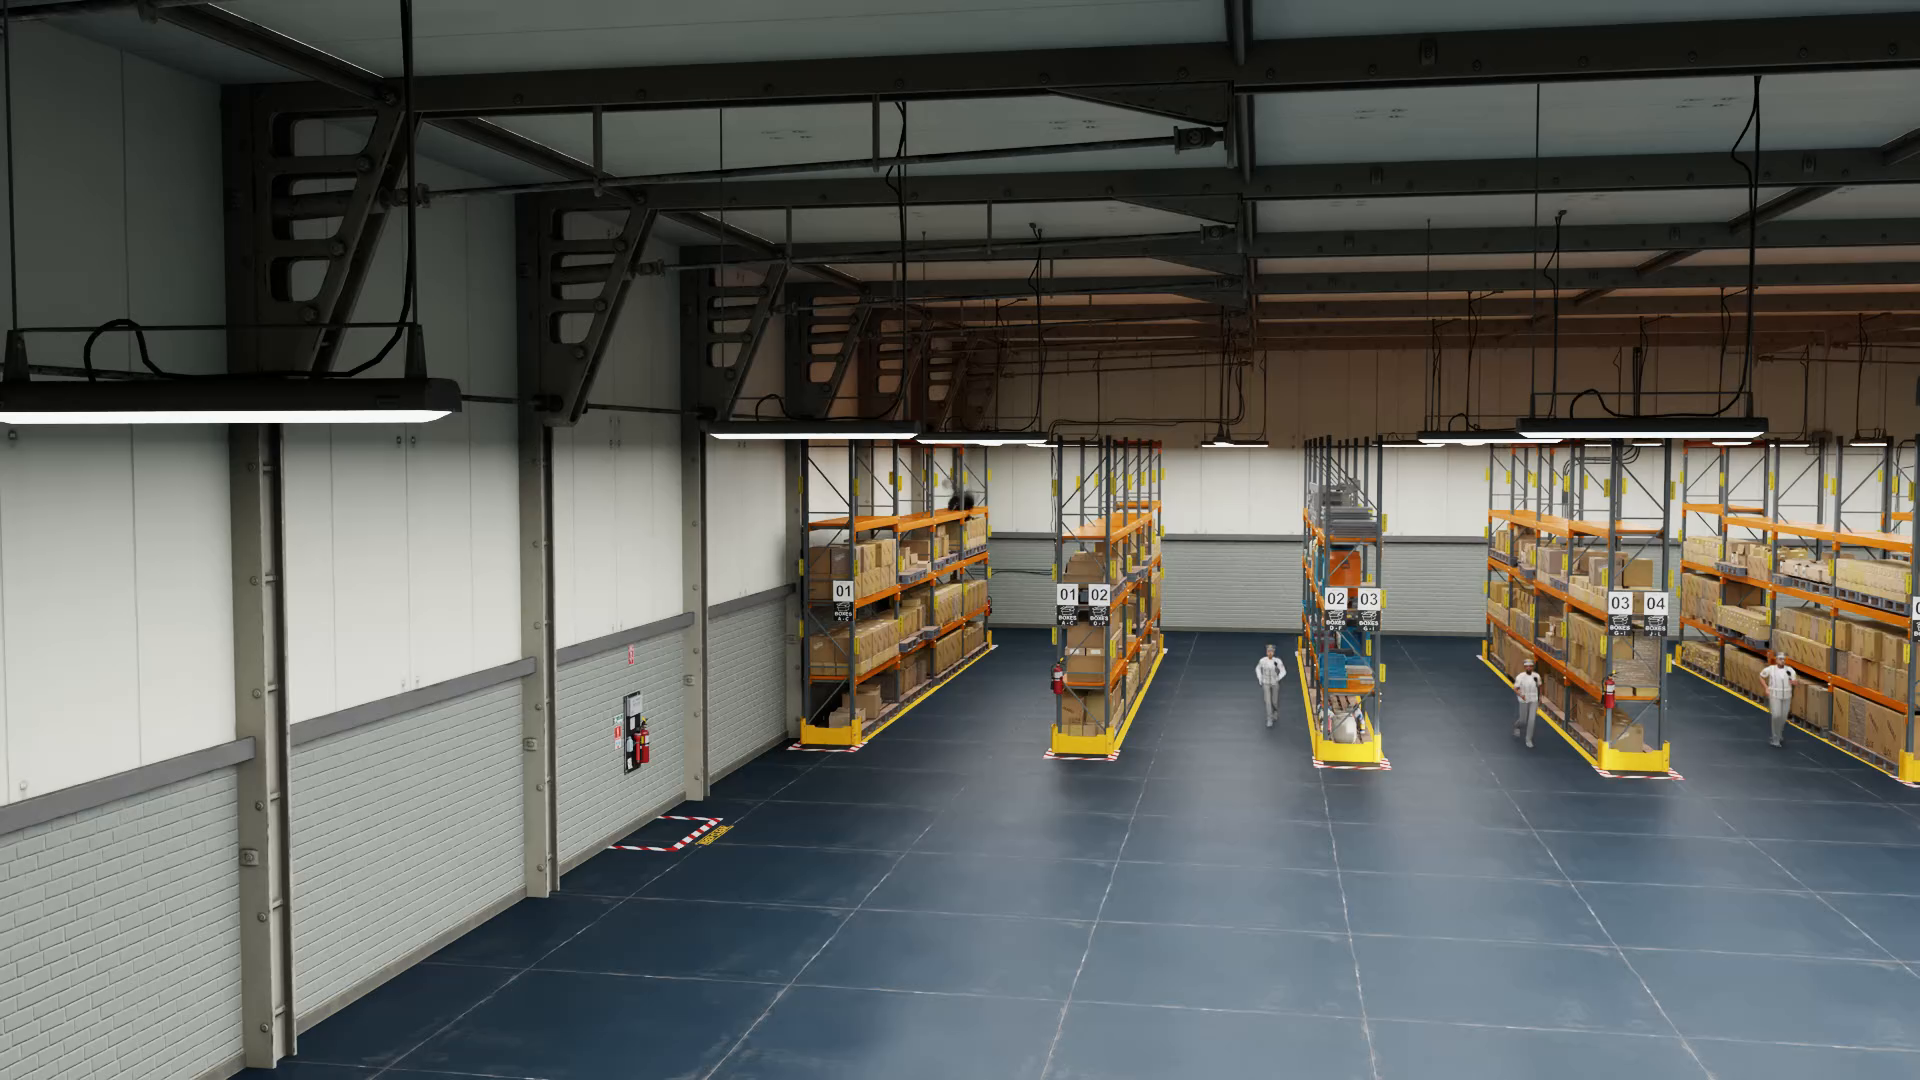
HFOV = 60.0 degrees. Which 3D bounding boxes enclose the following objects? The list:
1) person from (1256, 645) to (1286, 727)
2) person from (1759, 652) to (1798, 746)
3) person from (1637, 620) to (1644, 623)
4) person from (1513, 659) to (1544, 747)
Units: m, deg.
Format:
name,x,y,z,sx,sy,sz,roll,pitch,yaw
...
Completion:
name,x,y,z,sx,sy,sz,roll,pitch,yaw
person,6.479,3.012,34.700,0.629,1.687,0.752,1,3,13
person,15.964,3.093,32.373,0.639,1.851,0.739,0,3,8
person,17.870,2.463,44.133,0.692,1.759,0.870,1,3,26
person,11.069,3.148,32.387,0.586,1.693,0.782,0,3,9
